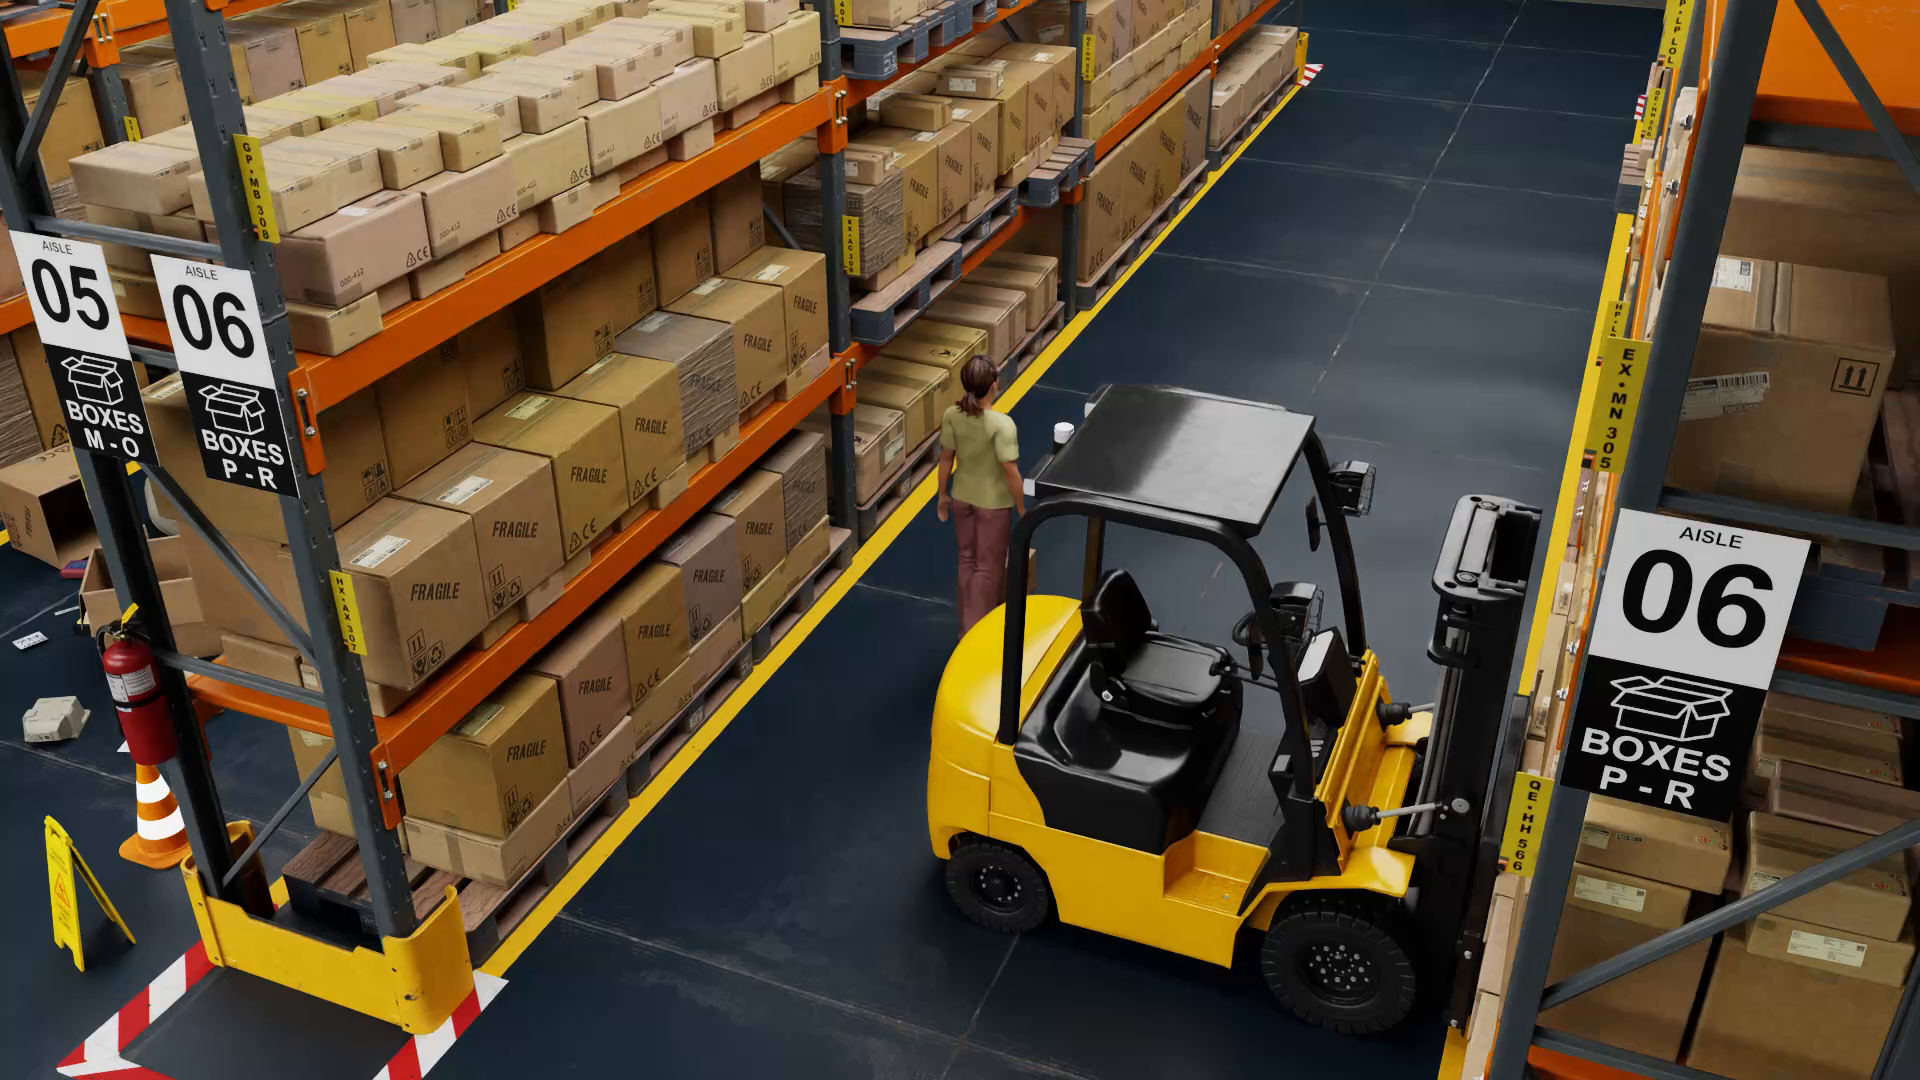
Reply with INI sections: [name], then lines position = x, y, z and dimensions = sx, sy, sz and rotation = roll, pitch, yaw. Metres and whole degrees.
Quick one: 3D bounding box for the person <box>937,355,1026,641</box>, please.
[person]
position = 0.122, -0.187, 8.694
dimensions = 0.481, 1.672, 0.396
rotation = 18, 34, 28
